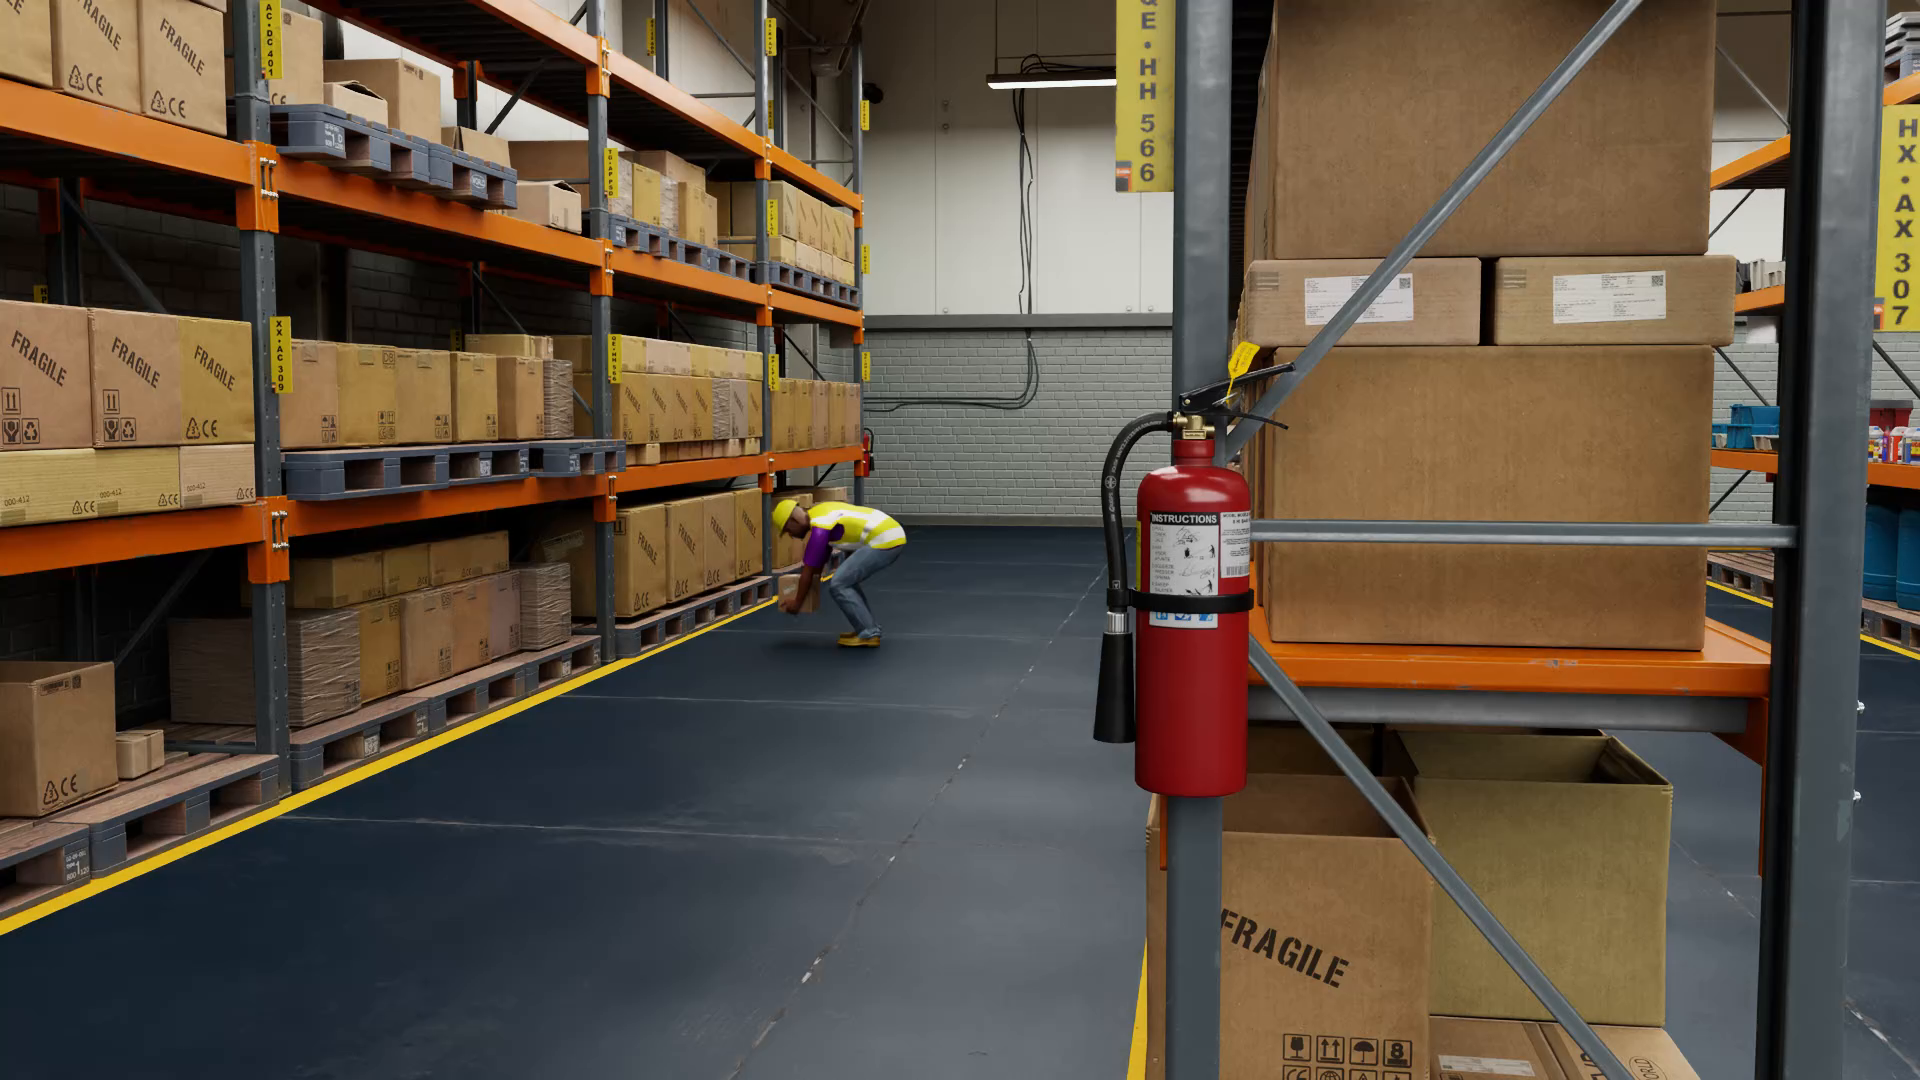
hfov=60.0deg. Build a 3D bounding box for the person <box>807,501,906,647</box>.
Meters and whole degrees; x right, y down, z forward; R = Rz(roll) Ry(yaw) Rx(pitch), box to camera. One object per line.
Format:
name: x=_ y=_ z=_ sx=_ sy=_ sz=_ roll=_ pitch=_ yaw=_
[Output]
person: x=7.154 y=-0.382 z=6.179 sx=17.629 sy=3.195 sz=10.447 roll=0 pitch=4 yaw=6
